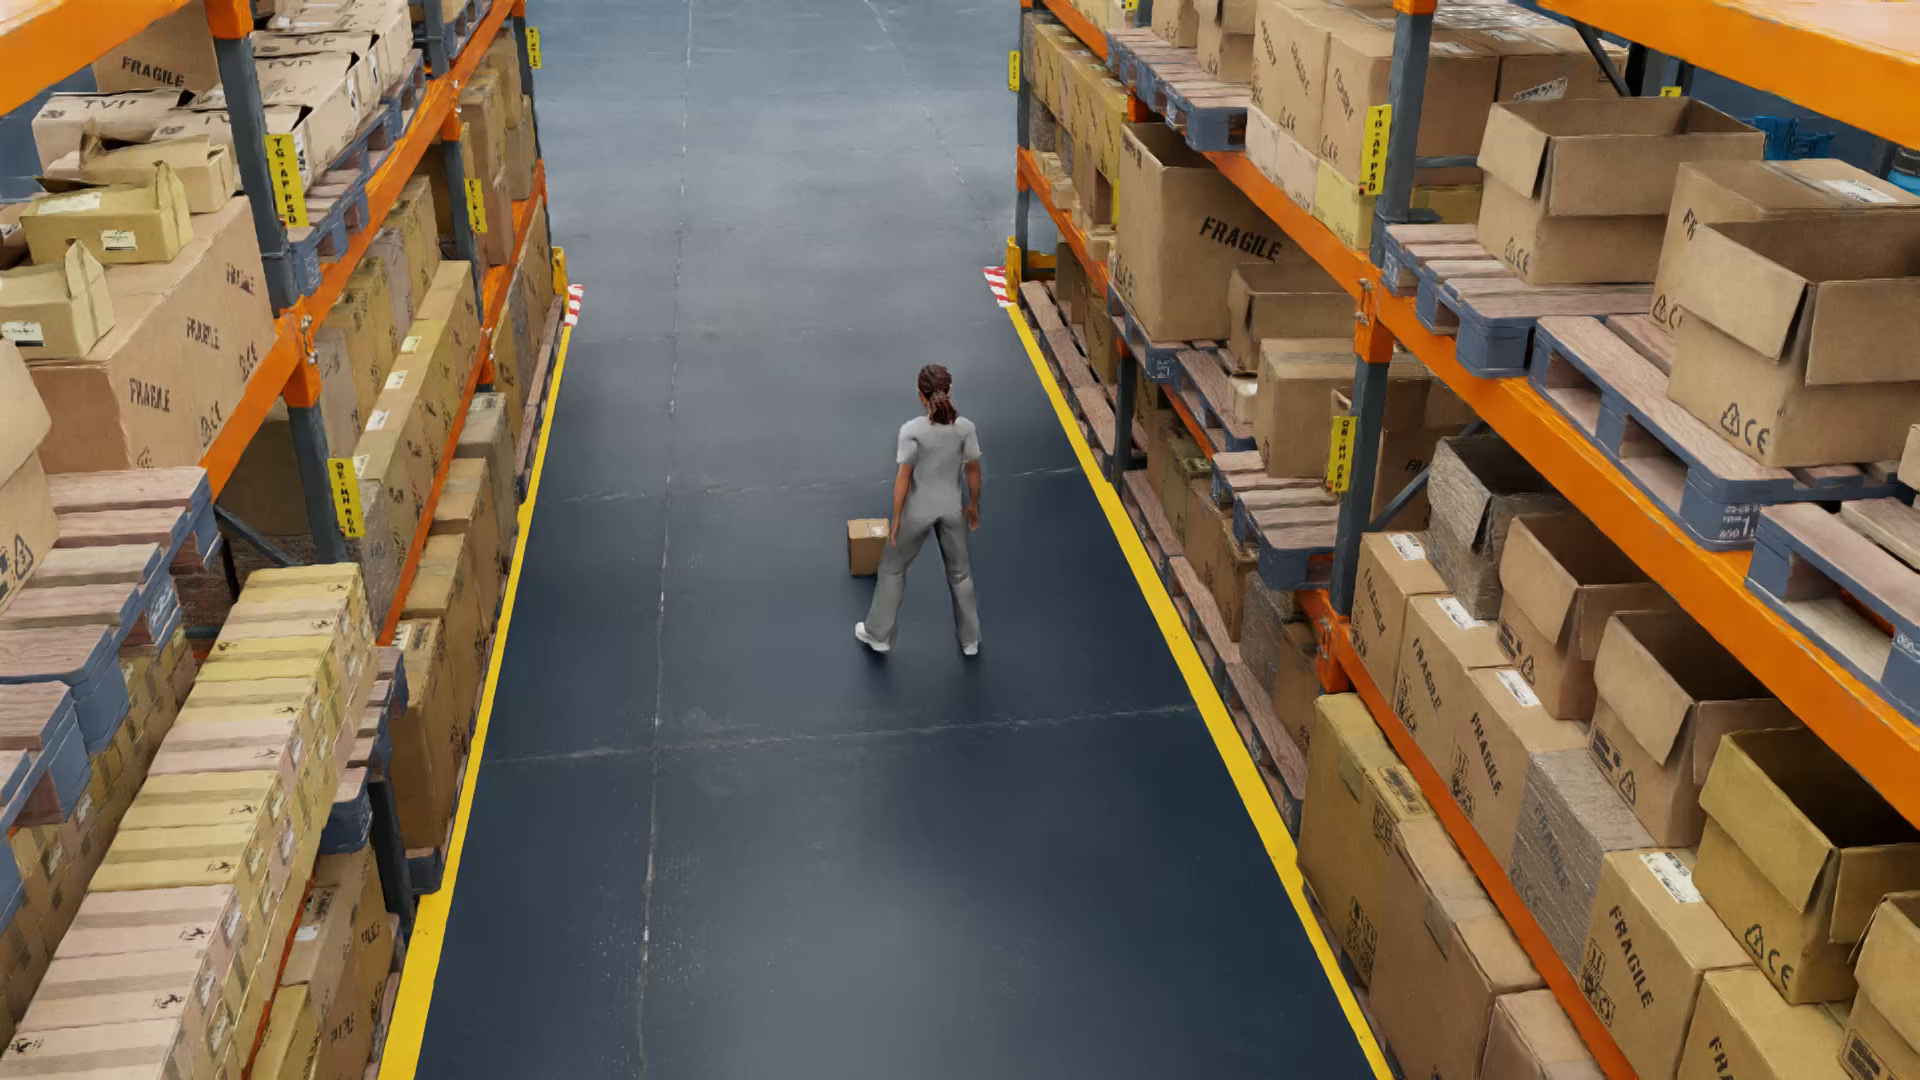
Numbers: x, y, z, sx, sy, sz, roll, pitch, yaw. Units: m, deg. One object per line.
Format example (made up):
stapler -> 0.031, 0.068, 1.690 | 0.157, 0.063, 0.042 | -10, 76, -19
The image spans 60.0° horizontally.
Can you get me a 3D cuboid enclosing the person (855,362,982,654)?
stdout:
person -> -0.227, -0.158, 8.885 | 0.642, 1.671, 0.473 | -9, 29, -17
